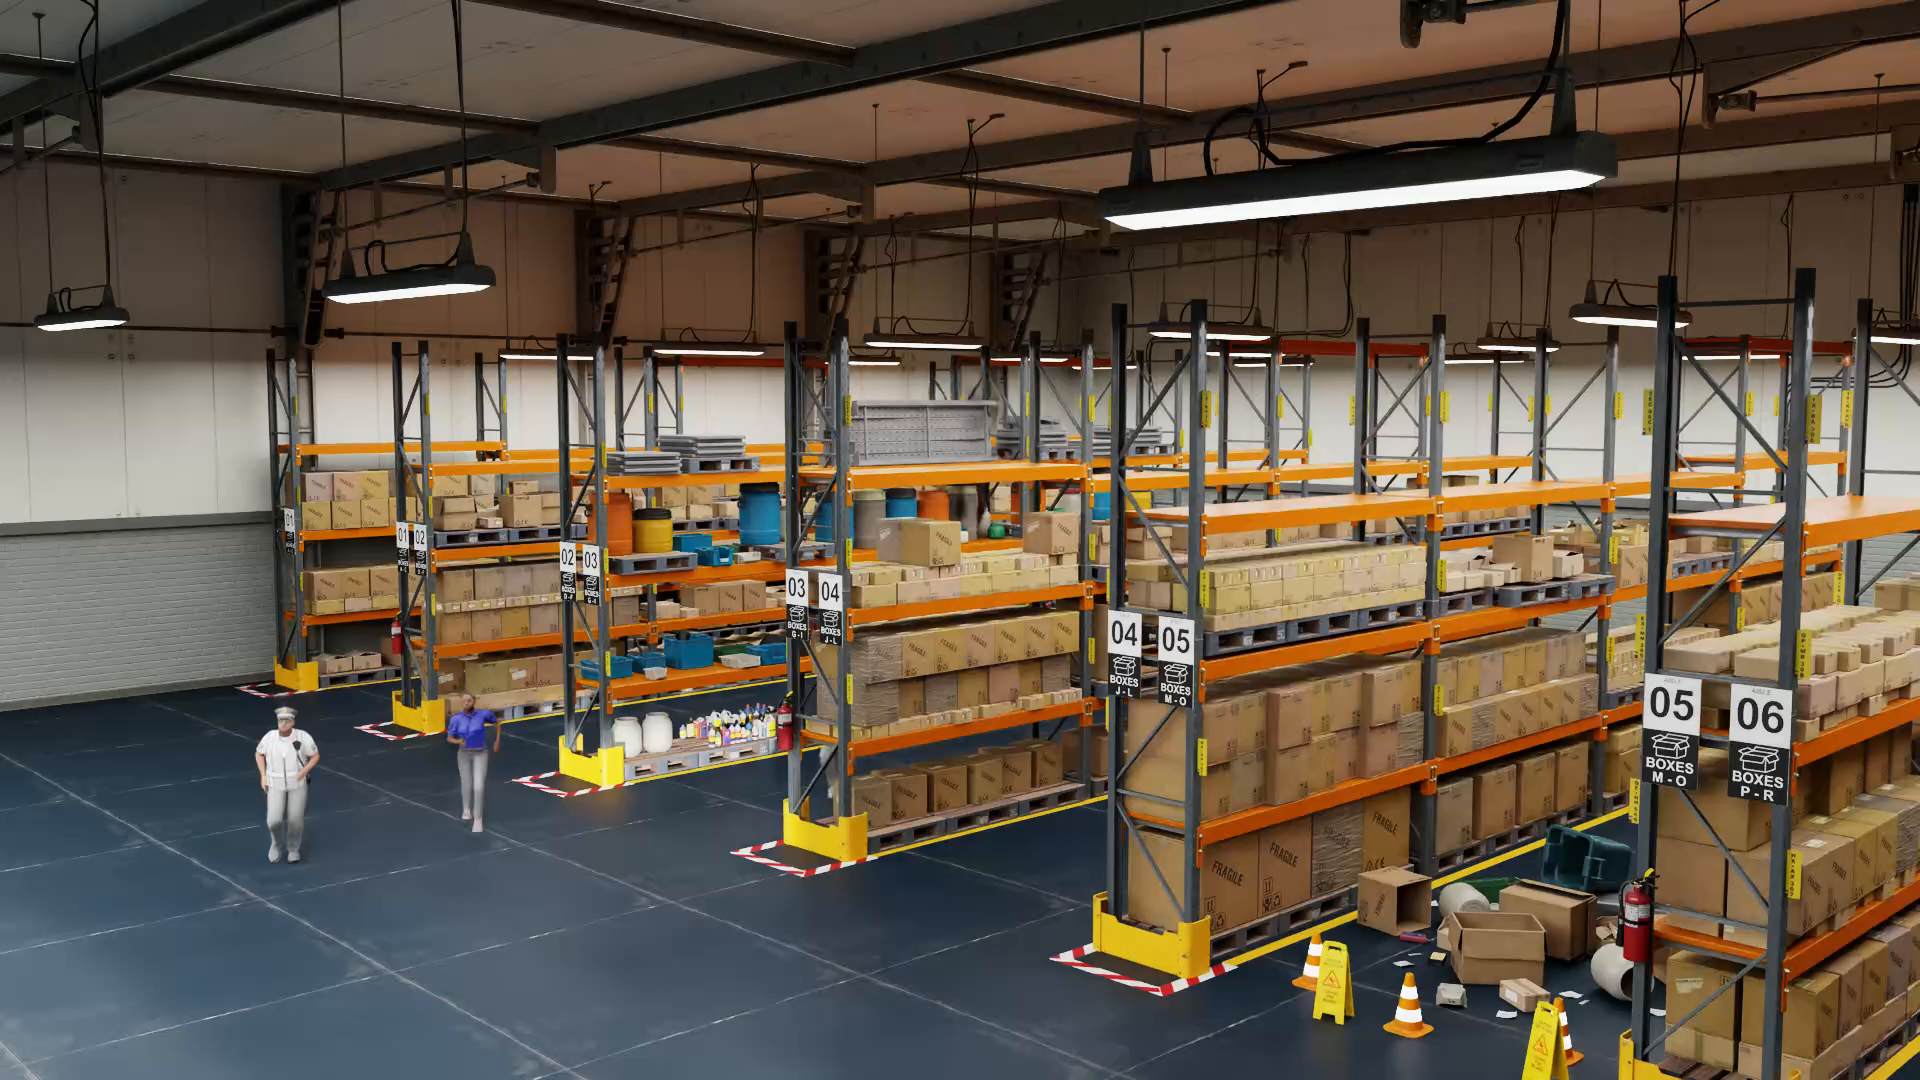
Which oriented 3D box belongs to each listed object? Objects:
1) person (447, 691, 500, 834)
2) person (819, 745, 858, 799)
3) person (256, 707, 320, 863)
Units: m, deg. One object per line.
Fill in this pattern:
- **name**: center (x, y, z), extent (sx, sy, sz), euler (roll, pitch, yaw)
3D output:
- **person**: center (-5.802, 2.631, 19.863), extent (0.585, 1.696, 0.882), euler (-1, 5, -8)
- **person**: center (-1.524, 2.483, 21.352), extent (0.546, 1.679, 0.661), euler (3, 6, 32)
- **person**: center (-7.412, 2.704, 18.335), extent (0.667, 1.756, 0.625), euler (-2, 5, -18)
